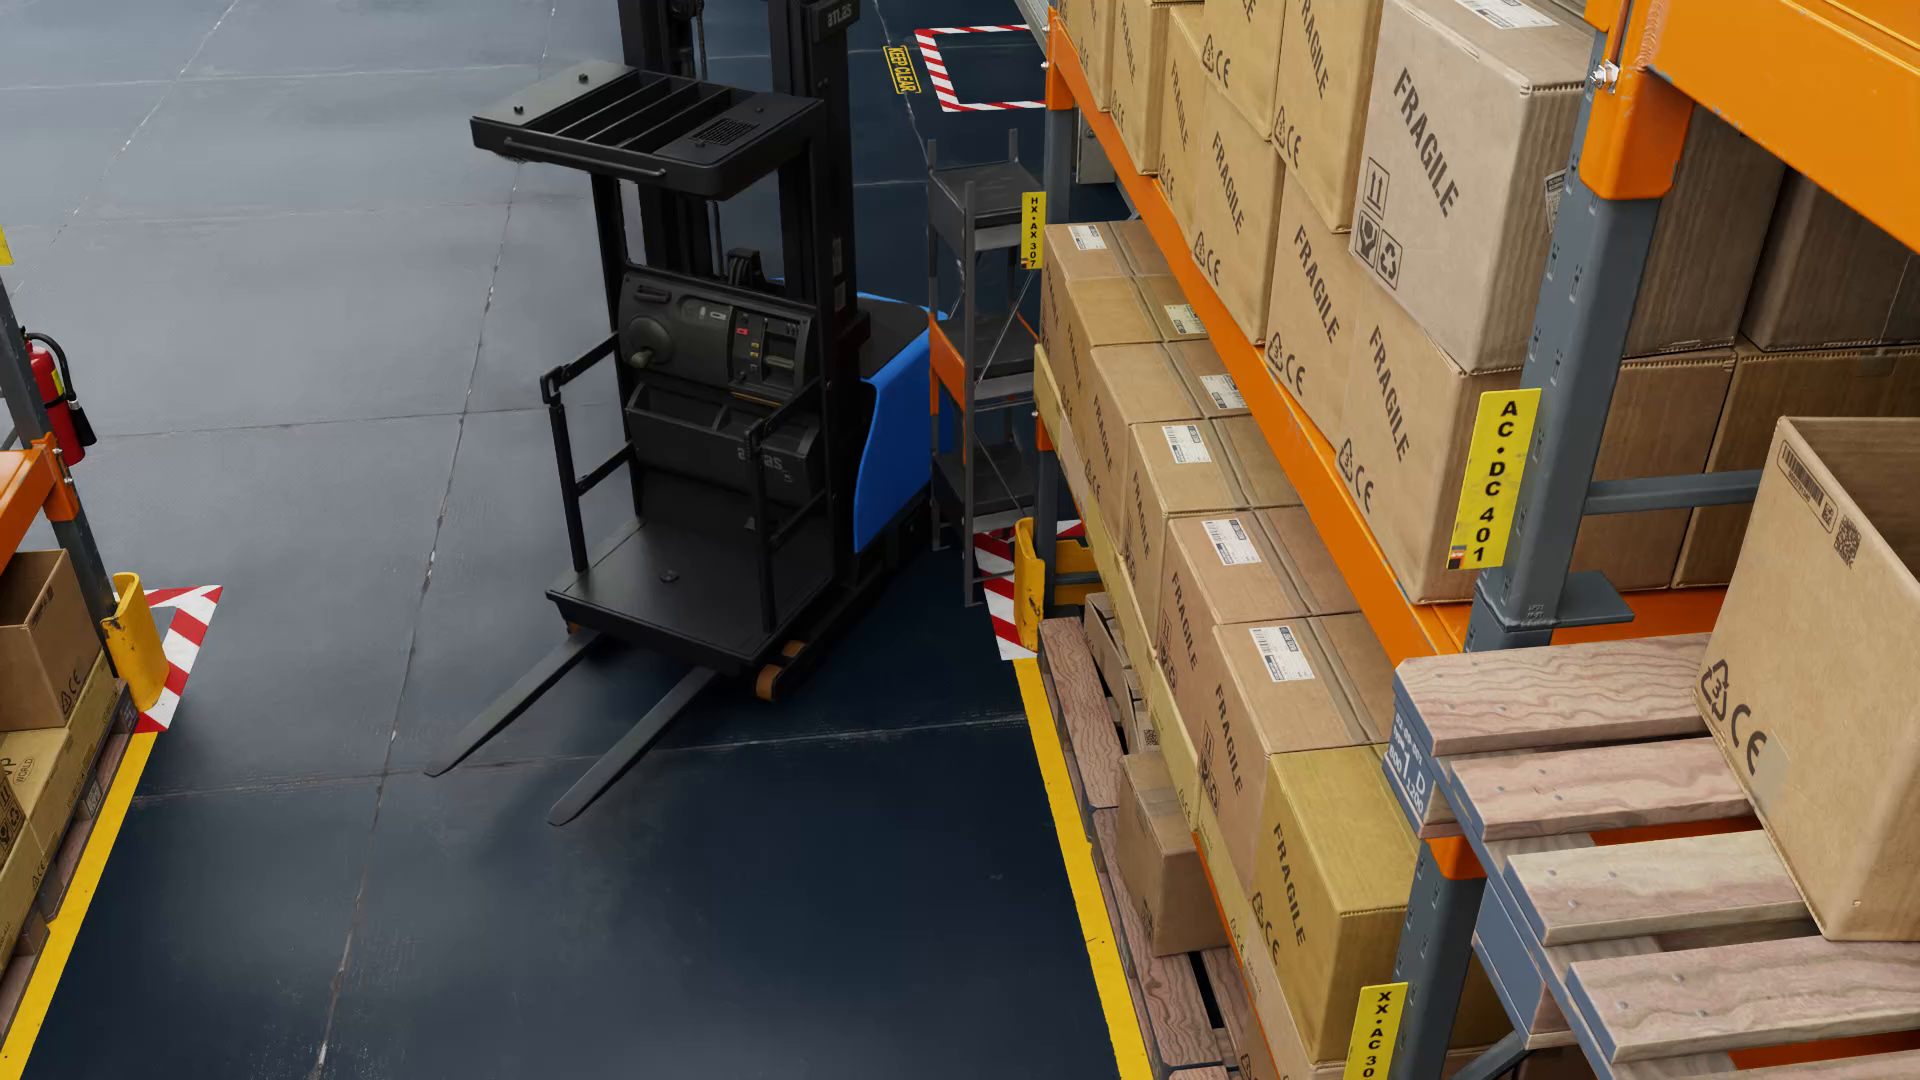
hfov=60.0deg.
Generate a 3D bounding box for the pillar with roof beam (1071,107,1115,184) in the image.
[{"bbox_3d":[-3.288,-6.091,9.197,9.100,9.000,0.400,-4,35,-6],"label":"pillar with roof beam"}]

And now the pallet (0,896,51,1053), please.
[{"bbox_3d":[-3.770,1.718,5.542,1.003,0.211,1.213,-4,35,-6],"label":"pallet"}]

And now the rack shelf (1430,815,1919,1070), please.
[{"bbox_3d":[1.640,1.491,1.373,1.077,0.370,4.000,-4,35,-6],"label":"rack shelf"}]

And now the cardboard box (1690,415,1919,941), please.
[{"bbox_3d":[1.365,0.174,2.205,0.500,0.500,0.500,0,34,0],"label":"cardboard box"}]

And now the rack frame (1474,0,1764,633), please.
[{"bbox_3d":[1.371,-1.162,1.964,1.000,3.000,0.127,-4,35,-6],"label":"rack frame"}]

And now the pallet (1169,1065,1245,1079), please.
[{"bbox_3d":[1.246,2.098,4.984,1.003,0.211,1.213,-4,35,-6],"label":"pallet"}]

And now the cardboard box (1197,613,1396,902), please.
[{"bbox_3d":[0.928,0.543,4.239,0.500,0.500,0.500,-5,35,-7],"label":"cardboard box"}]

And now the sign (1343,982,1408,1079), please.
[{"bbox_3d":[0.834,1.005,3.343,0.100,0.325,0.005,-4,35,-6],"label":"sign"}]

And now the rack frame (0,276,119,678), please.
[{"bbox_3d":[-4.075,-0.537,6.375,1.000,3.000,0.127,-4,35,-6],"label":"rack frame"}]

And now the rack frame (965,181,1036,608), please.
[{"bbox_3d":[0.214,-0.589,7.249,0.400,2.100,0.015,-11,36,-16],"label":"rack frame"}]

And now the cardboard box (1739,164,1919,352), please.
[{"bbox_3d":[1.588,-0.680,2.926,0.500,0.500,0.500,-4,34,-5],"label":"cardboard box"}]

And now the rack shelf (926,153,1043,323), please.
[{"bbox_3d":[0.135,-1.286,7.053,0.431,0.518,0.480,-11,36,-16],"label":"rack shelf"}]

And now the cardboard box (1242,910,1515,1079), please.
[{"bbox_3d":[1.007,1.130,4.044,0.500,0.250,0.500,-4,35,-6],"label":"cardboard box"}]

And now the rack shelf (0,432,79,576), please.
[{"bbox_3d":[-3.806,0.876,4.940,1.077,0.370,4.000,-4,35,-6],"label":"rack shelf"}]

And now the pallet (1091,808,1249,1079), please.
[{"bbox_3d":[1.078,1.415,5.986,1.003,0.211,1.213,-4,35,-6],"label":"pallet"}]

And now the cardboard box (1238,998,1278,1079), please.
[{"bbox_3d":[1.192,1.592,5.079,0.500,0.500,0.500,-7,35,-10],"label":"cardboard box"}]

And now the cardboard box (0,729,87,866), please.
[{"bbox_3d":[-3.631,0.980,6.217,0.500,0.250,0.500,-4,35,-6],"label":"cardboard box"}]

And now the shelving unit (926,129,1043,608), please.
[{"bbox_3d":[0.135,-0.718,7.440,0.431,2.100,0.503,-11,36,-16],"label":"shelving unit"}]

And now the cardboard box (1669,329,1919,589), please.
[{"bbox_3d":[1.555,-0.264,3.204,0.500,0.500,0.500,-3,34,-5],"label":"cardboard box"}]

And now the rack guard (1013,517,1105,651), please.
[{"bbox_3d":[0.843,0.161,7.570,1.175,0.500,0.348,-4,35,-6],"label":"rack guard"}]

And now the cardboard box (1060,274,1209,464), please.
[{"bbox_3d":[0.656,-0.605,5.924,0.500,0.500,0.500,-4,35,-6],"label":"cardboard box"}]

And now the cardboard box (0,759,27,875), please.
[{"bbox_3d":[-3.559,0.949,5.597,0.500,0.500,0.500,-4,35,-6],"label":"cardboard box"}]

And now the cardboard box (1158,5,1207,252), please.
[{"bbox_3d":[0.834,-1.109,4.444,0.500,0.500,0.500,-2,34,-3],"label":"cardboard box"}]

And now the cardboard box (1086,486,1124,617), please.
[{"bbox_3d":[0.731,0.009,5.689,0.500,0.250,0.500,-5,35,-7],"label":"cardboard box"}]

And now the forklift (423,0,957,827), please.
[{"bbox_3d":[-1.129,-0.793,6.811,1.130,2.935,3.031,16,37,22],"label":"forklift"}]

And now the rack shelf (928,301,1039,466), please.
[{"bbox_3d":[0.135,-0.707,7.447,0.431,0.518,0.480,-11,36,-16],"label":"rack shelf"}]

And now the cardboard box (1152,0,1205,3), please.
[{"bbox_3d":[0.742,-1.815,4.591,0.500,0.500,0.500,-3,34,-5],"label":"cardboard box"}]

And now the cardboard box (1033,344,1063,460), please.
[{"bbox_3d":[0.584,-0.565,6.530,0.500,0.250,0.500,-5,35,-8],"label":"cardboard box"}]

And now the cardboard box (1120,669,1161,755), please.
[{"bbox_3d":[0.914,0.726,6.518,0.500,0.311,0.500,-2,34,-2],"label":"cardboard box"}]

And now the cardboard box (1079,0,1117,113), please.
[{"bbox_3d":[0.667,-1.696,5.305,0.500,0.500,0.500,-2,34,-3],"label":"cardboard box"}]

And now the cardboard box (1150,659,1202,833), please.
[{"bbox_3d":[0.865,0.572,4.863,0.500,0.250,0.500,-5,35,-7],"label":"cardboard box"}]

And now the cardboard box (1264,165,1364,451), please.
[{"bbox_3d":[1.003,-0.518,3.576,0.500,0.500,0.500,-7,35,-10],"label":"cardboard box"}]

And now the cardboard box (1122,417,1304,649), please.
[{"bbox_3d":[0.800,-0.029,5.079,0.500,0.500,0.500,-3,34,-5],"label":"cardboard box"}]

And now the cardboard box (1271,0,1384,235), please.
[{"bbox_3d":[0.950,-0.951,3.323,0.500,0.500,0.500,-3,34,-4],"label":"cardboard box"}]

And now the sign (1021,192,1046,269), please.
[{"bbox_3d":[0.295,-1.231,6.624,0.100,0.325,0.005,-4,35,-6],"label":"sign"}]

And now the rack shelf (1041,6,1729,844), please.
[{"bbox_3d":[1.102,-0.741,4.649,1.077,0.370,4.000,-4,35,-6],"label":"rack shelf"}]
